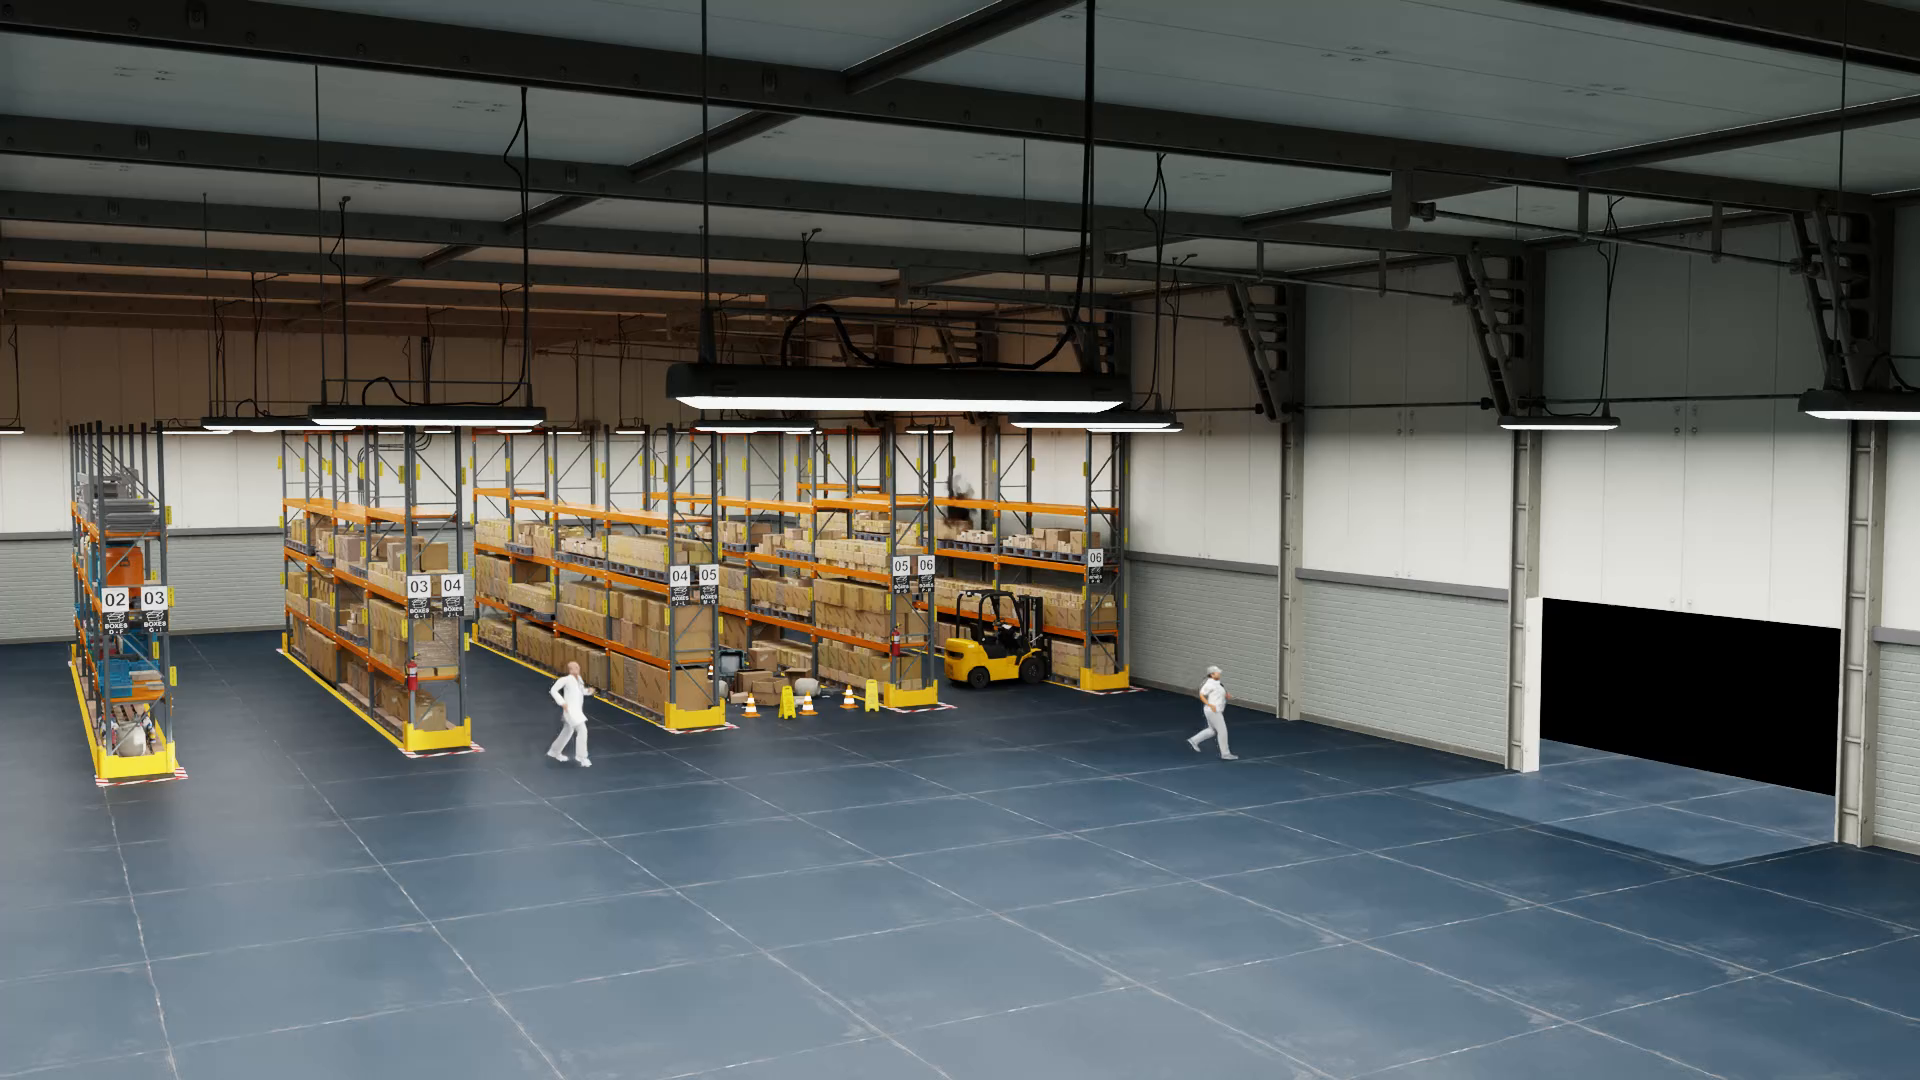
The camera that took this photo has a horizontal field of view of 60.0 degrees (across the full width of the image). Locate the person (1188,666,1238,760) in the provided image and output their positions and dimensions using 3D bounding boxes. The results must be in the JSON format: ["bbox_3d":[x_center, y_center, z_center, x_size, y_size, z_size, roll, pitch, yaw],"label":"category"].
[{"bbox_3d":[4.511,3.057,29.572,0.899,1.643,0.614,1,4,17],"label":"person"}]

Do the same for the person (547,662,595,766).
[{"bbox_3d":[-6.808,3.044,29.119,0.866,1.852,0.669,0,4,7],"label":"person"}]

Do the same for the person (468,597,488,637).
[{"bbox_3d":[-13.705,1.897,47.656,0.871,1.751,0.658,-3,5,-42],"label":"person"}]
